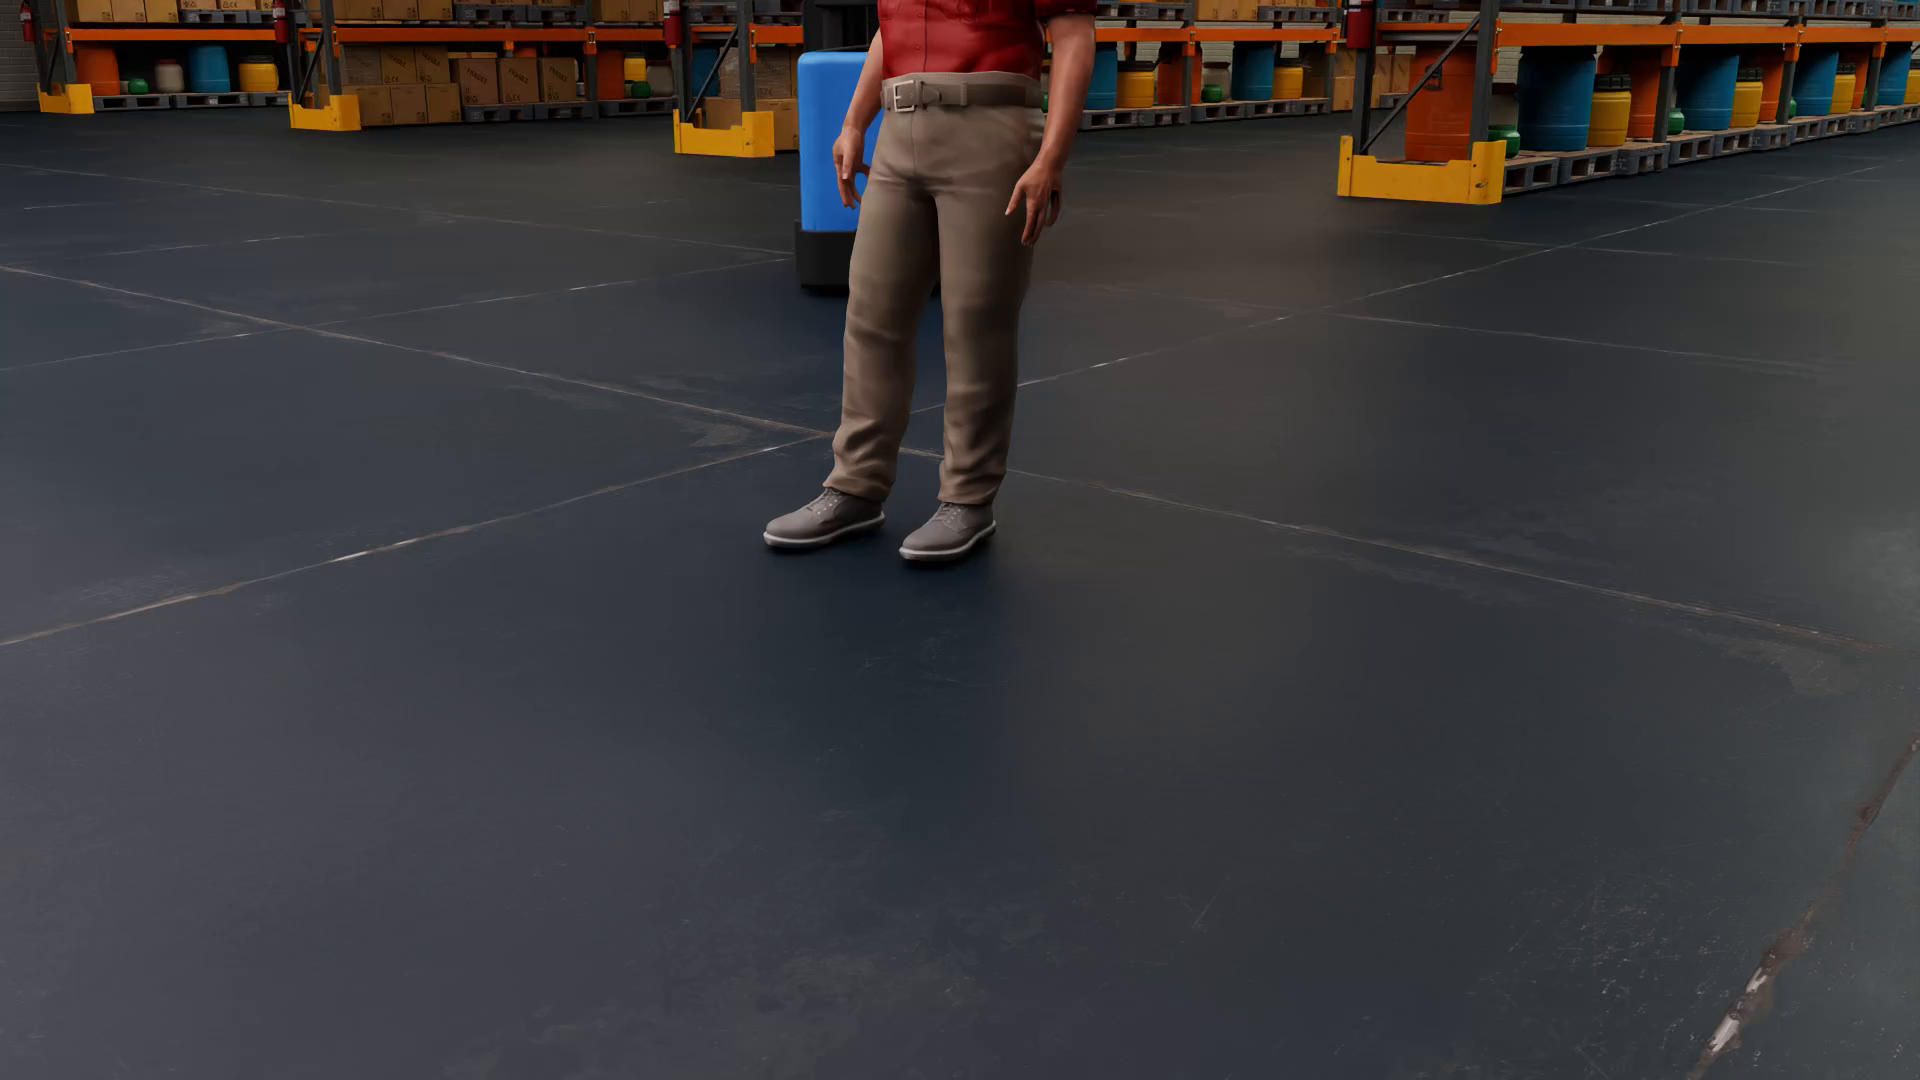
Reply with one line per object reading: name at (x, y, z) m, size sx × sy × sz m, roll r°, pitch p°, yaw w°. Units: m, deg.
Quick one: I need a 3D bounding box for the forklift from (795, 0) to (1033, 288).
forklift at (-0.255, -2.918, 8.508) m, size 1.130 × 2.935 × 3.031 m, roll -1°, pitch 17°, yaw -2°

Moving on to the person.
person at (-0.066, -0.783, 3.640) m, size 0.640 × 1.657 × 0.551 m, roll 13°, pitch 21°, yaw 37°
